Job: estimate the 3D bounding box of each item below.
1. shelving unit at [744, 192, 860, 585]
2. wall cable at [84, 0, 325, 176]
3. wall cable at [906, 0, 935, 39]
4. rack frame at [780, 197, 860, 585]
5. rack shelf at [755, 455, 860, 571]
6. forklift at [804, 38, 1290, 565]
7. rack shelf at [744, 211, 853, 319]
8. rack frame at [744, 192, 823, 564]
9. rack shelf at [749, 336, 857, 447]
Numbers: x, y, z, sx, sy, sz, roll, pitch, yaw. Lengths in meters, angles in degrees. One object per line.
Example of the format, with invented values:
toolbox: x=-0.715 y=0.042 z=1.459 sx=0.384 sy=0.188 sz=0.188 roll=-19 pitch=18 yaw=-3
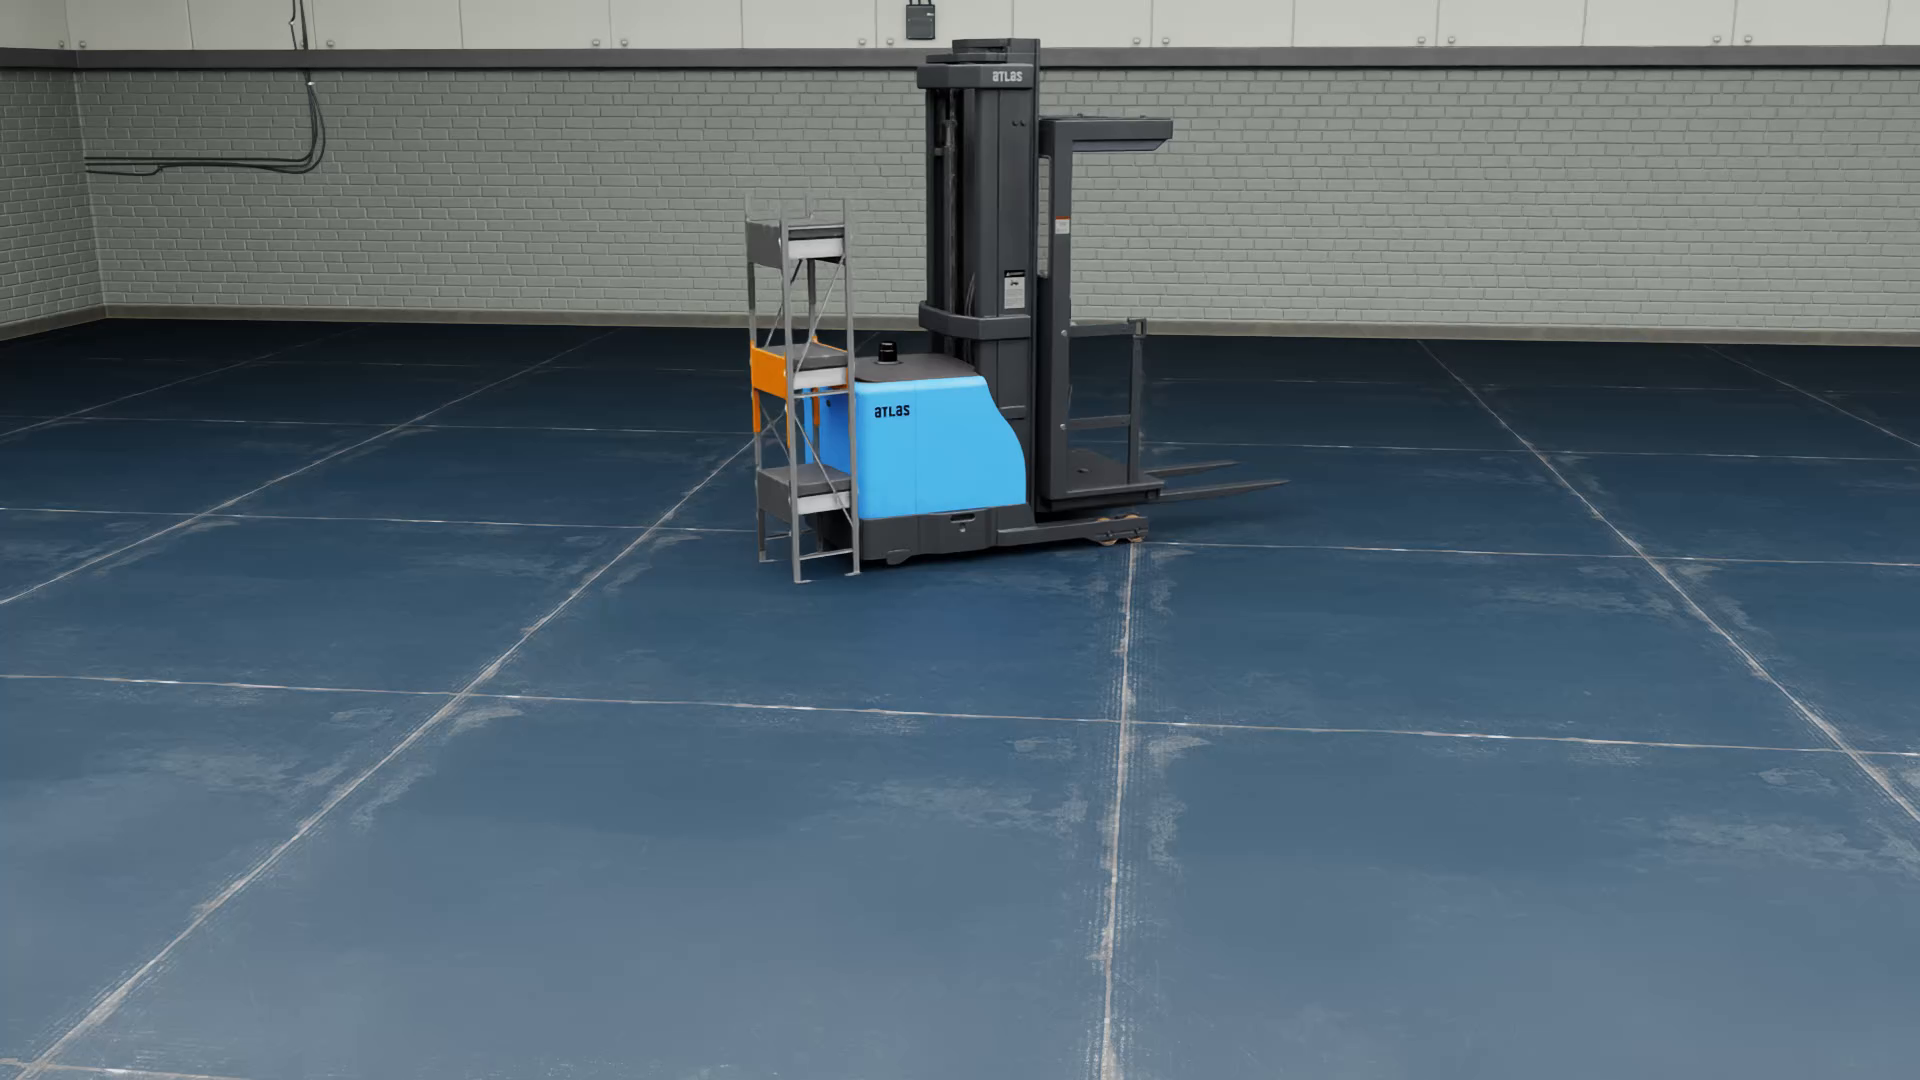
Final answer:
shelving unit: x=-0.876 y=-0.849 z=9.270 sx=0.431 sy=2.100 sz=0.503 roll=-9 pitch=17 yaw=-28
wall cable: x=-8.867 y=-5.476 z=19.124 sx=3.097 sy=2.526 sz=0.112 roll=2 pitch=15 yaw=6
wall cable: x=0.564 y=-8.333 z=17.226 sx=2.305 sy=6.003 sz=0.169 roll=2 pitch=15 yaw=6
rack frame: x=-0.755 y=-0.794 z=9.065 sx=0.400 sy=2.100 sz=0.015 roll=-9 pitch=17 yaw=-28
rack shelf: x=-0.870 y=-0.161 z=9.458 sx=0.431 sy=0.518 sz=0.480 roll=-9 pitch=17 yaw=-28
forklift: x=0.604 y=-1.501 z=10.098 sx=3.031 sy=2.935 sz=1.130 roll=-6 pitch=16 yaw=-22
rack shelf: x=-0.882 y=-1.511 z=9.088 sx=0.431 sy=0.518 sz=0.480 roll=-9 pitch=17 yaw=-28
rack frame: x=-0.997 y=-0.904 z=9.475 sx=0.400 sy=2.100 sz=0.015 roll=-9 pitch=17 yaw=-28
rack shelf: x=-0.876 y=-0.836 z=9.273 sx=0.431 sy=0.518 sz=0.480 roll=-9 pitch=17 yaw=-28
